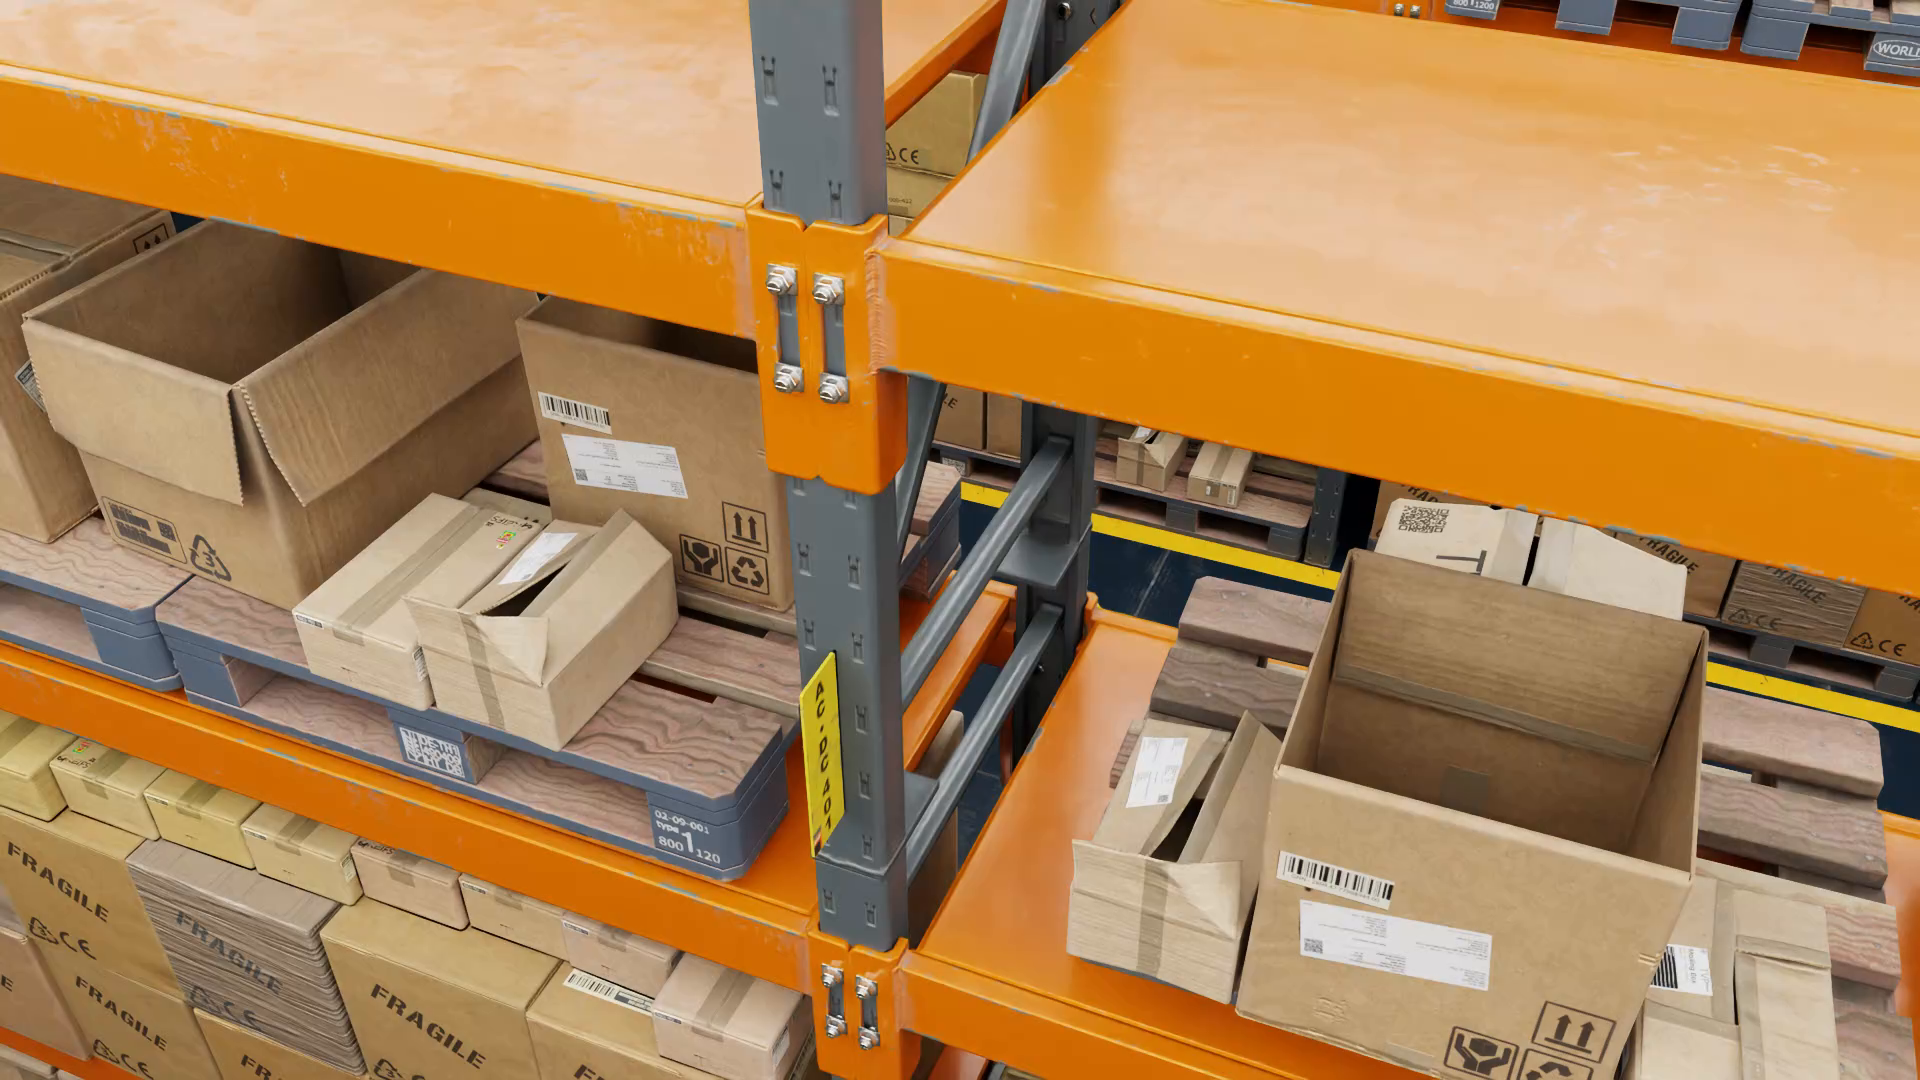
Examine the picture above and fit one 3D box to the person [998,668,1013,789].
[{"bbox_3d":[0.423,0.780,5.888,0.613,1.633,0.576,15,40,19],"label":"person"}]
